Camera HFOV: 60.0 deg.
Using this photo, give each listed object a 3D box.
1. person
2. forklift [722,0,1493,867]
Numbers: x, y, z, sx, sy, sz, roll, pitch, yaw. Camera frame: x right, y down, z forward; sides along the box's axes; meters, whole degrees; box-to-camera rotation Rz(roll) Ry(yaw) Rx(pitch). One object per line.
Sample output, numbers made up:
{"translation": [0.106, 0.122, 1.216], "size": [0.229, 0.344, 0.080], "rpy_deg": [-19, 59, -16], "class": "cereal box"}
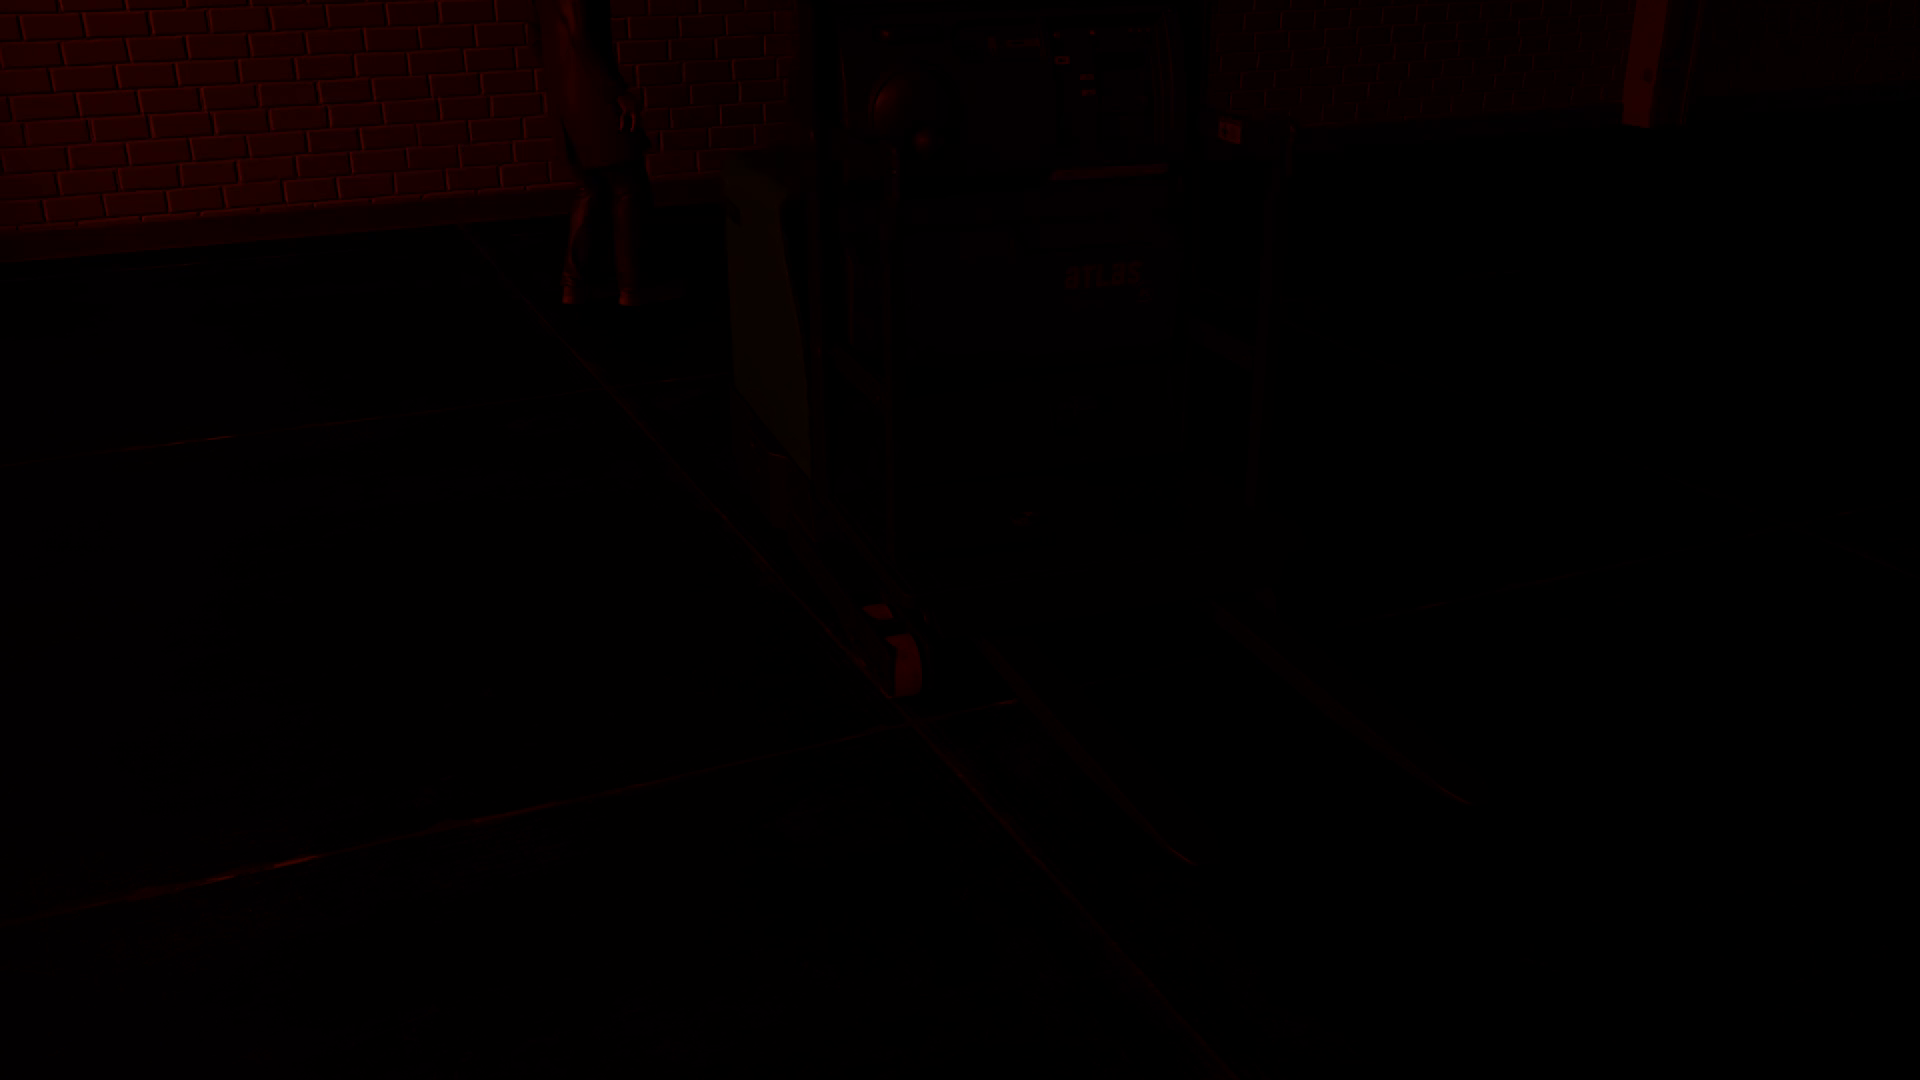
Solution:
{"translation": [-1.610, -1.962, 7.531], "size": [0.561, 1.766, 0.787], "rpy_deg": [-17, 28, -35], "class": "person"}
{"translation": [0.218, -1.135, 4.017], "size": [1.130, 2.935, 3.031], "rpy_deg": [-8, 24, -19], "class": "forklift"}
